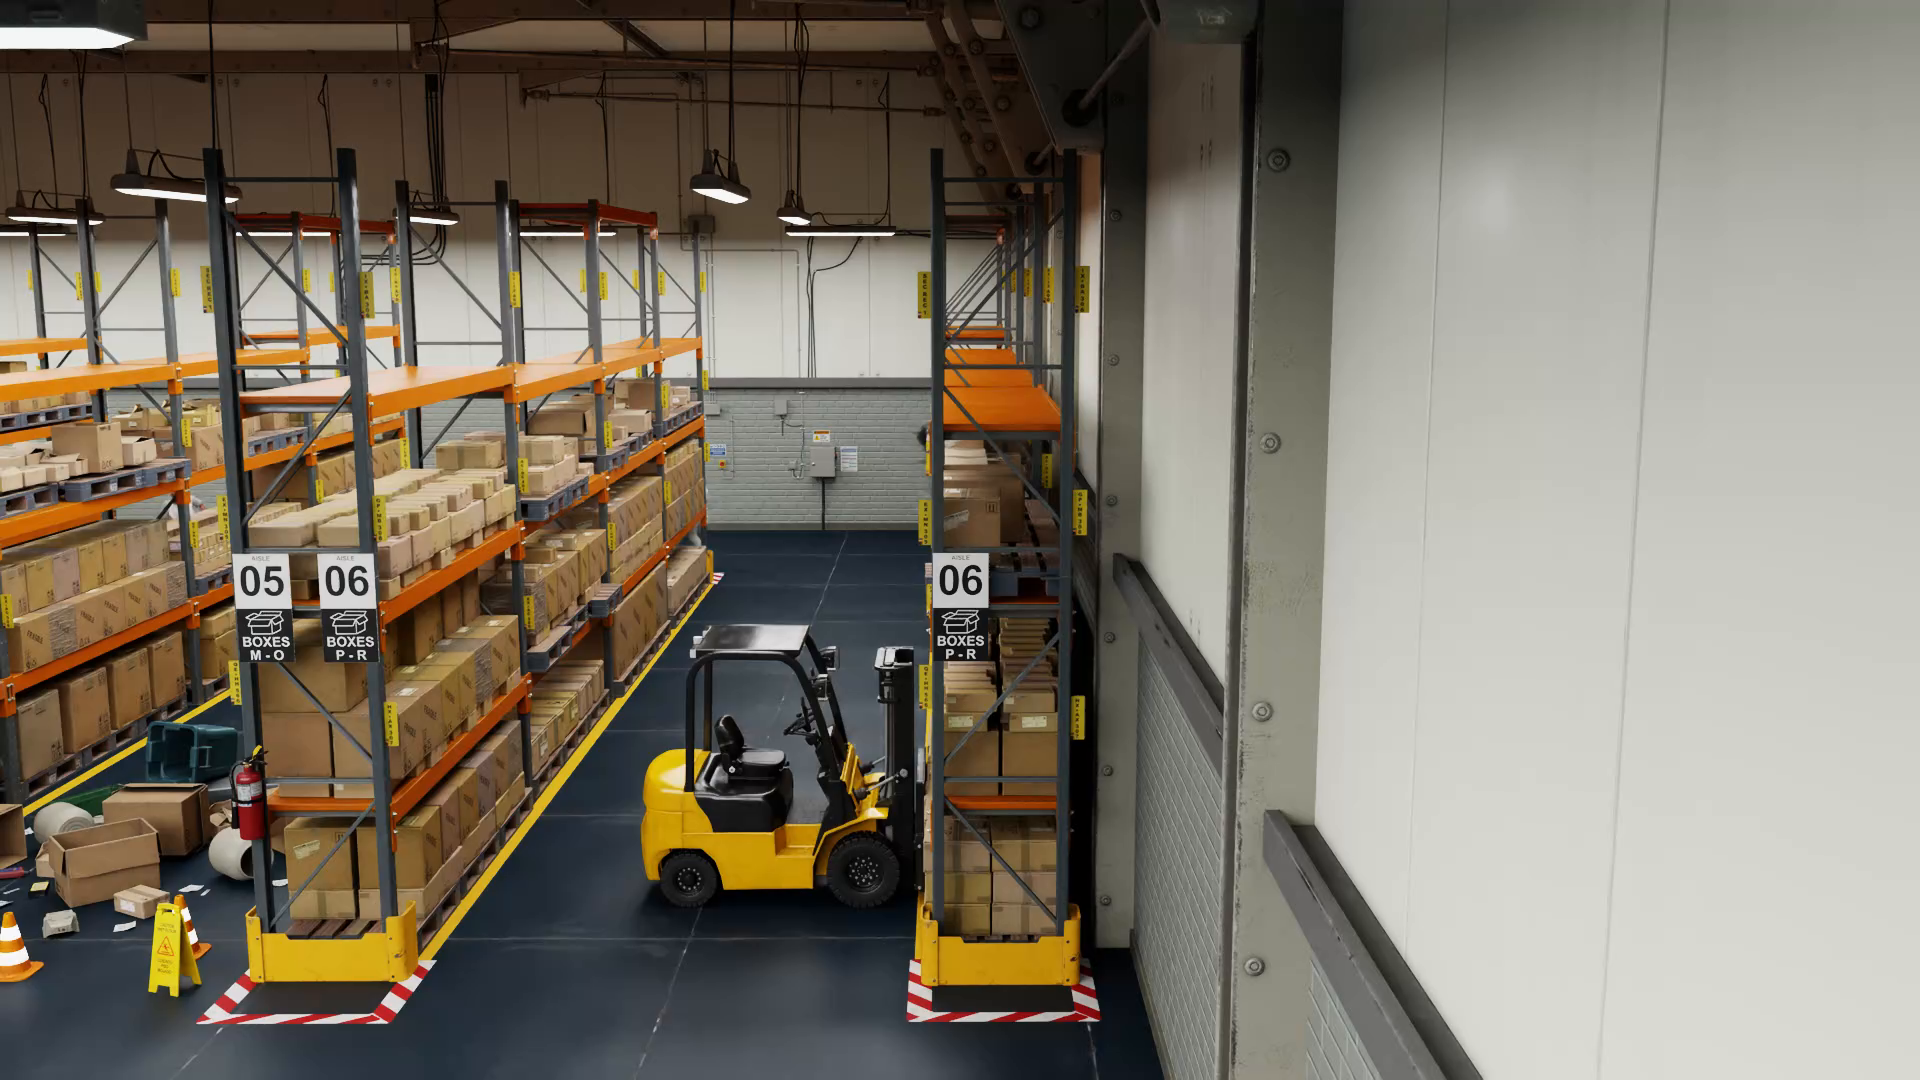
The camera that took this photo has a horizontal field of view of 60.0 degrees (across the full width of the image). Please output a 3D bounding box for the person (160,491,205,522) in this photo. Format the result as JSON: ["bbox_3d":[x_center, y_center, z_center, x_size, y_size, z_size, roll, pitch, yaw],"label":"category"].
[{"bbox_3d":[-12.949,-0.124,27.936,0.832,1.747,0.661,-3,10,-20],"label":"person"}]

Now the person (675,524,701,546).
[{"bbox_3d":[-4.922,-0.380,29.282,0.870,1.779,0.709,5,10,27],"label":"person"}]
